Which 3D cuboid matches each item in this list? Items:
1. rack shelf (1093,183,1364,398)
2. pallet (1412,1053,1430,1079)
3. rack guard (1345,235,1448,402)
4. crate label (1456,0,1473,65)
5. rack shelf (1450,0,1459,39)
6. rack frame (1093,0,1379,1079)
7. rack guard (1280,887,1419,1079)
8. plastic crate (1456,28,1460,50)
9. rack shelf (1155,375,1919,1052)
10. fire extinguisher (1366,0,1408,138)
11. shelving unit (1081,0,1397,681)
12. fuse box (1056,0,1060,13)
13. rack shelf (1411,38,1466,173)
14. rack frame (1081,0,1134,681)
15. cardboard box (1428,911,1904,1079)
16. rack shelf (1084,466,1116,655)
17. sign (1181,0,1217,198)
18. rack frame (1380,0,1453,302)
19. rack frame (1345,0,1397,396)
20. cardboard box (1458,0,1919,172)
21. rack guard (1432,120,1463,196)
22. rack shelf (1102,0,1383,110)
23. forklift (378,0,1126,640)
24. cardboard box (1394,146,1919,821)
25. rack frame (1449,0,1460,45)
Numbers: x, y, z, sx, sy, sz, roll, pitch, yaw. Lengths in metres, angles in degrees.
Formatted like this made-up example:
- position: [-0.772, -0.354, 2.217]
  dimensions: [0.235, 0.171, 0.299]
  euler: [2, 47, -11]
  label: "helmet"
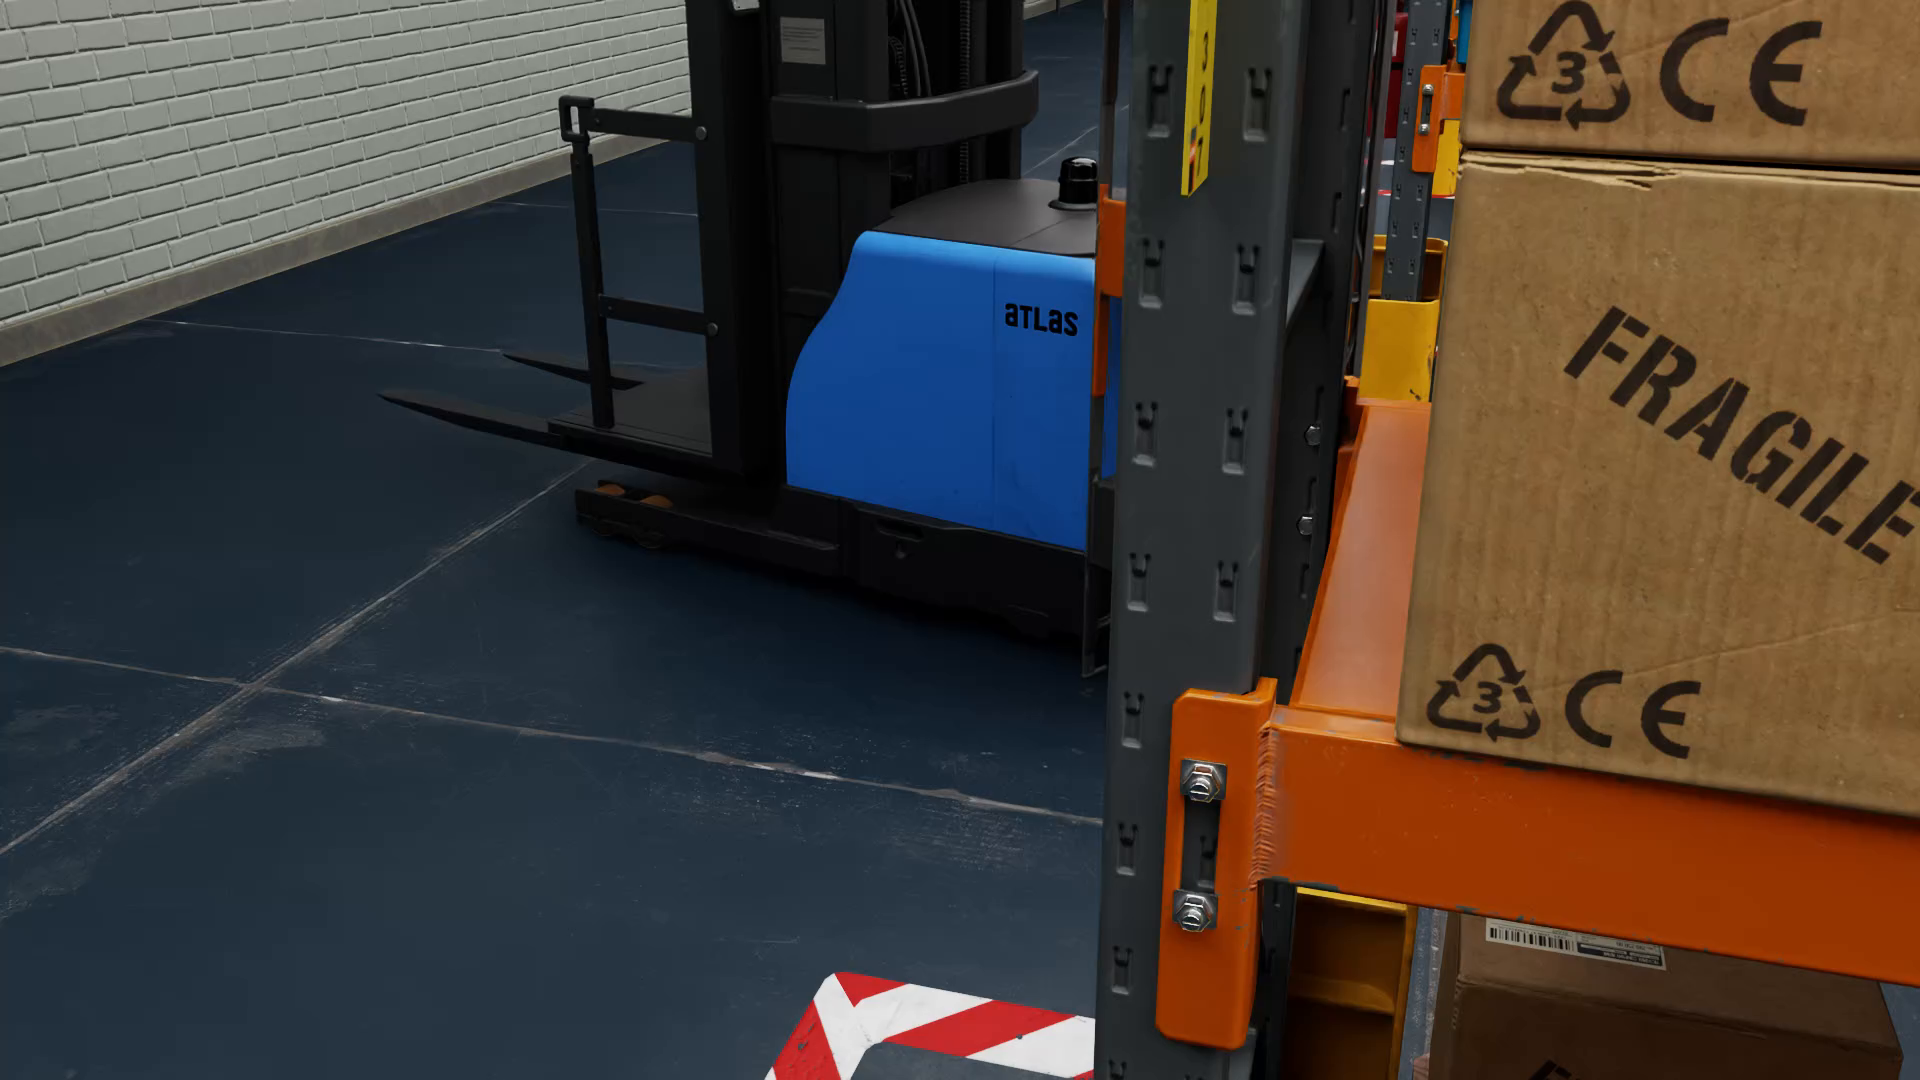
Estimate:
- position: [0.638, -0.575, 3.939]
  dimensions: [0.431, 0.518, 0.480]
  euler: [-19, 29, -39]
  label: "rack shelf"
- position: [1.171, 1.171, 2.137]
  dimensions: [1.213, 0.211, 1.003]
  euler: [7, 23, 16]
  label: "pallet"
- position: [1.742, -0.855, 6.696]
  dimensions: [0.348, 0.500, 1.175]
  euler: [7, 23, 16]
  label: "rack guard"
- position: [1.910, -1.817, 5.889]
  dimensions: [0.303, 0.233, 0.416]
  euler: [7, 23, 16]
  label: "crate label"
- position: [5.114, -3.261, 10.216]
  dimensions: [4.000, 0.370, 1.077]
  euler: [7, 23, 16]
  label: "rack shelf"
- position: [0.334, -0.213, 1.837]
  dimensions: [0.053, 2.616, 0.949]
  euler: [7, 23, 16]
  label: "rack frame"
- position: [0.407, 0.950, 2.294]
  dimensions: [0.348, 0.500, 1.175]
  euler: [7, 23, 16]
  label: "rack guard"
- position: [2.143, -2.089, 6.284]
  dimensions: [0.499, 0.435, 0.616]
  euler: [7, 23, 16]
  label: "plastic crate"
- position: [2.249, 0.338, 1.442]
  dimensions: [4.000, 0.370, 1.077]
  euler: [7, 23, 16]
  label: "rack shelf"
- position: [1.756, -1.987, 6.755]
  dimensions: [0.183, 0.674, 0.296]
  euler: [7, 23, 16]
  label: "fire extinguisher"
- position: [0.638, -0.587, 3.934]
  dimensions: [0.431, 2.100, 0.503]
  euler: [-19, 29, -39]
  label: "shelving unit"
- position: [1.404, -8.175, 22.944]
  dimensions: [0.414, 1.711, 0.539]
  euler: [7, 23, 16]
  label: "fuse box"
- position: [3.684, -1.462, 5.829]
  dimensions: [4.000, 0.370, 1.077]
  euler: [7, 23, 16]
  label: "rack shelf"
- position: [0.474, -0.656, 4.100]
  dimensions: [0.400, 2.100, 0.015]
  euler: [-19, 29, -39]
  label: "rack frame"
- position: [0.926, 0.709, 2.304]
  dimensions: [0.500, 0.500, 0.500]
  euler: [7, 23, 16]
  label: "cardboard box"
- position: [0.637, 0.073, 4.204]
  dimensions: [0.431, 0.518, 0.480]
  euler: [-19, 29, -39]
  label: "rack shelf"
- position: [0.178, -0.418, 1.195]
  dimensions: [0.005, 0.325, 0.100]
  euler: [7, 23, 16]
  label: "sign"
- position: [1.769, -2.014, 6.227]
  dimensions: [0.127, 3.000, 1.000]
  euler: [7, 23, 16]
  label: "rack frame"
- position: [0.803, -0.519, 3.768]
  dimensions: [0.400, 2.100, 0.015]
  euler: [-19, 29, -39]
  label: "rack frame"
- position: [0.683, -0.579, 1.279]
  dimensions: [0.500, 0.500, 0.500]
  euler: [7, 23, 17]
  label: "cardboard box"
- position: [3.177, -2.659, 11.095]
  dimensions: [0.348, 0.500, 1.175]
  euler: [7, 23, 16]
  label: "rack guard"
- position: [0.640, -1.223, 3.675]
  dimensions: [0.431, 0.518, 0.480]
  euler: [-19, 29, -39]
  label: "rack shelf"
- position: [-0.624, -1.484, 5.025]
  dimensions: [3.031, 2.935, 1.130]
  euler: [13, 26, 29]
  label: "forklift"
- position: [0.683, -0.116, 1.469]
  dimensions: [0.500, 0.500, 0.500]
  euler: [7, 23, 17]
  label: "cardboard box"
- position: [3.200, -3.813, 10.614]
  dimensions: [0.127, 3.000, 1.000]
  euler: [7, 23, 16]
  label: "rack frame"
